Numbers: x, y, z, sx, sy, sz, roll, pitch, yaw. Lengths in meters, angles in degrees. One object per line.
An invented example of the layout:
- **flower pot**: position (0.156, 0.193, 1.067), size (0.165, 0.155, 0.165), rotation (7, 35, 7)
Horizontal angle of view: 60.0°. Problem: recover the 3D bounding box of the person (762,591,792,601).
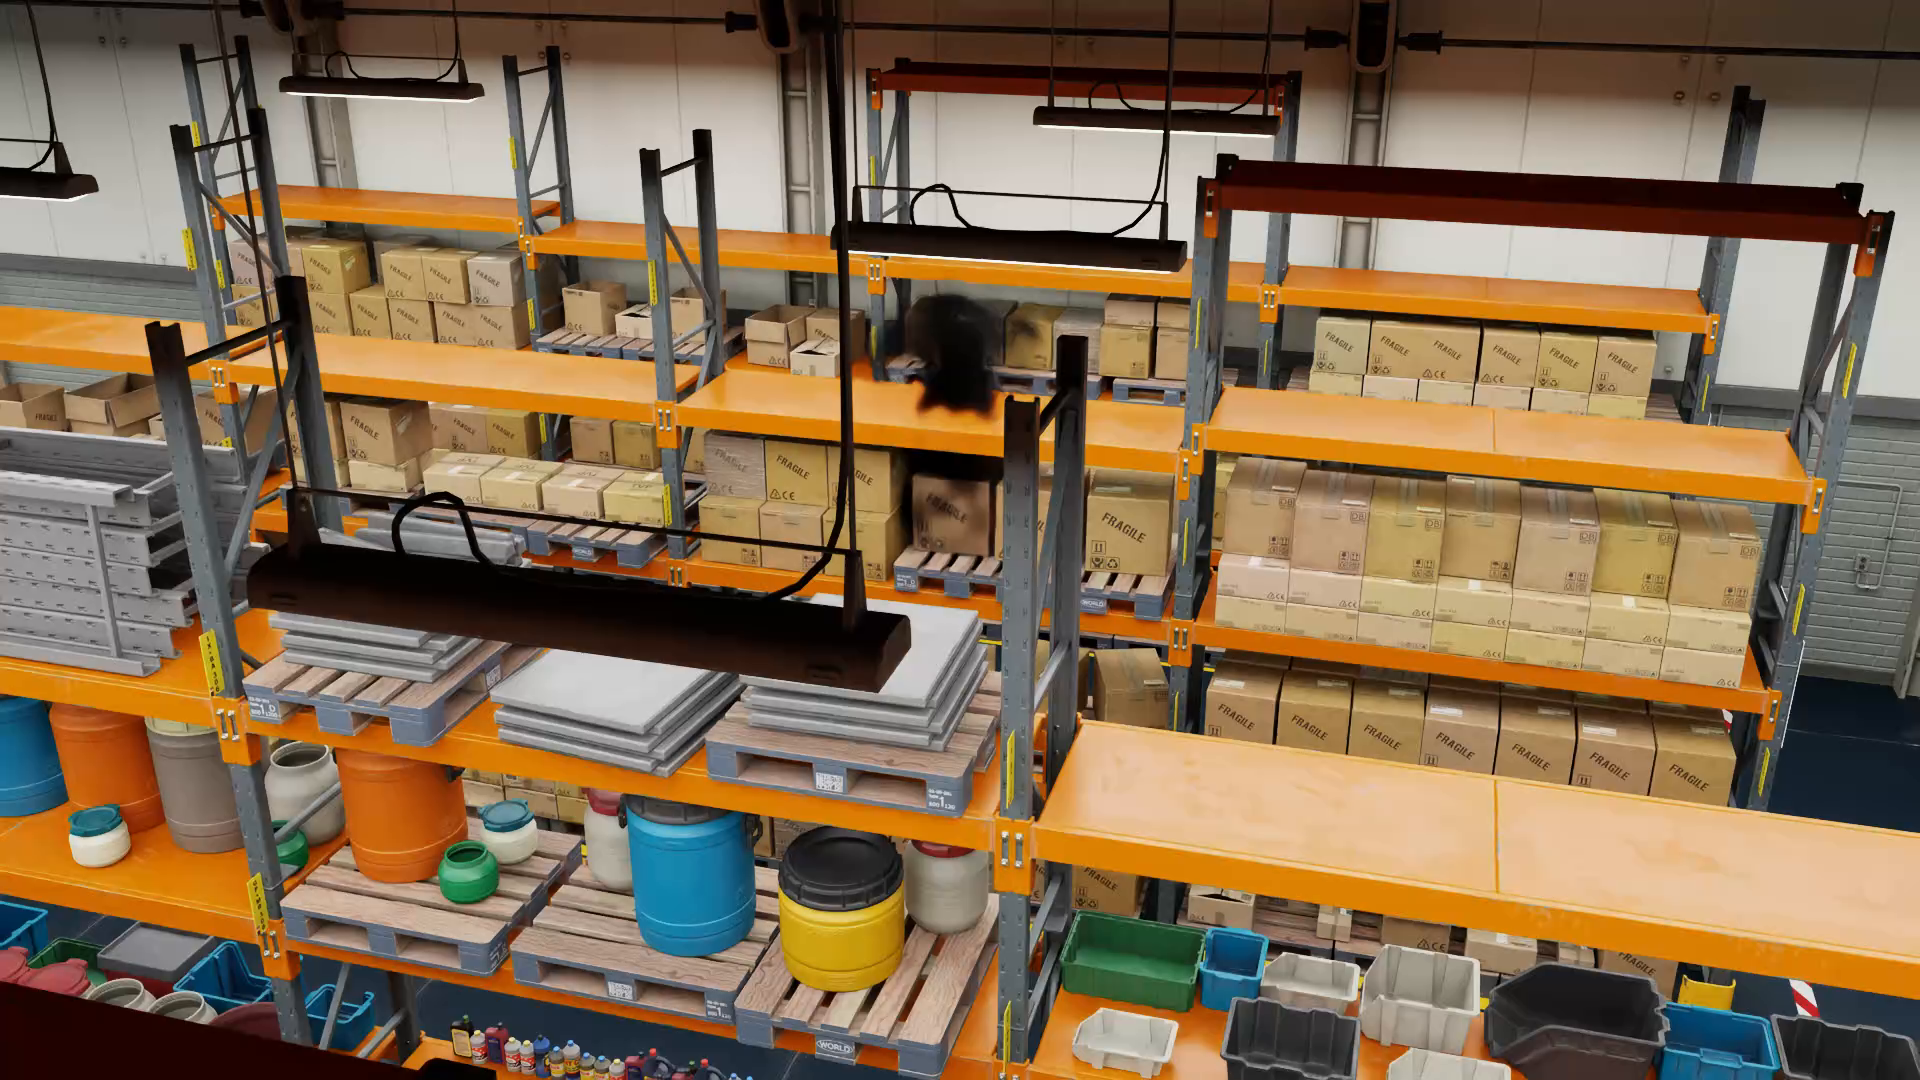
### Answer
- **person**: position (-1.604, 1.057, 16.102), size (0.953, 1.641, 0.564), rotation (2, 23, 4)
